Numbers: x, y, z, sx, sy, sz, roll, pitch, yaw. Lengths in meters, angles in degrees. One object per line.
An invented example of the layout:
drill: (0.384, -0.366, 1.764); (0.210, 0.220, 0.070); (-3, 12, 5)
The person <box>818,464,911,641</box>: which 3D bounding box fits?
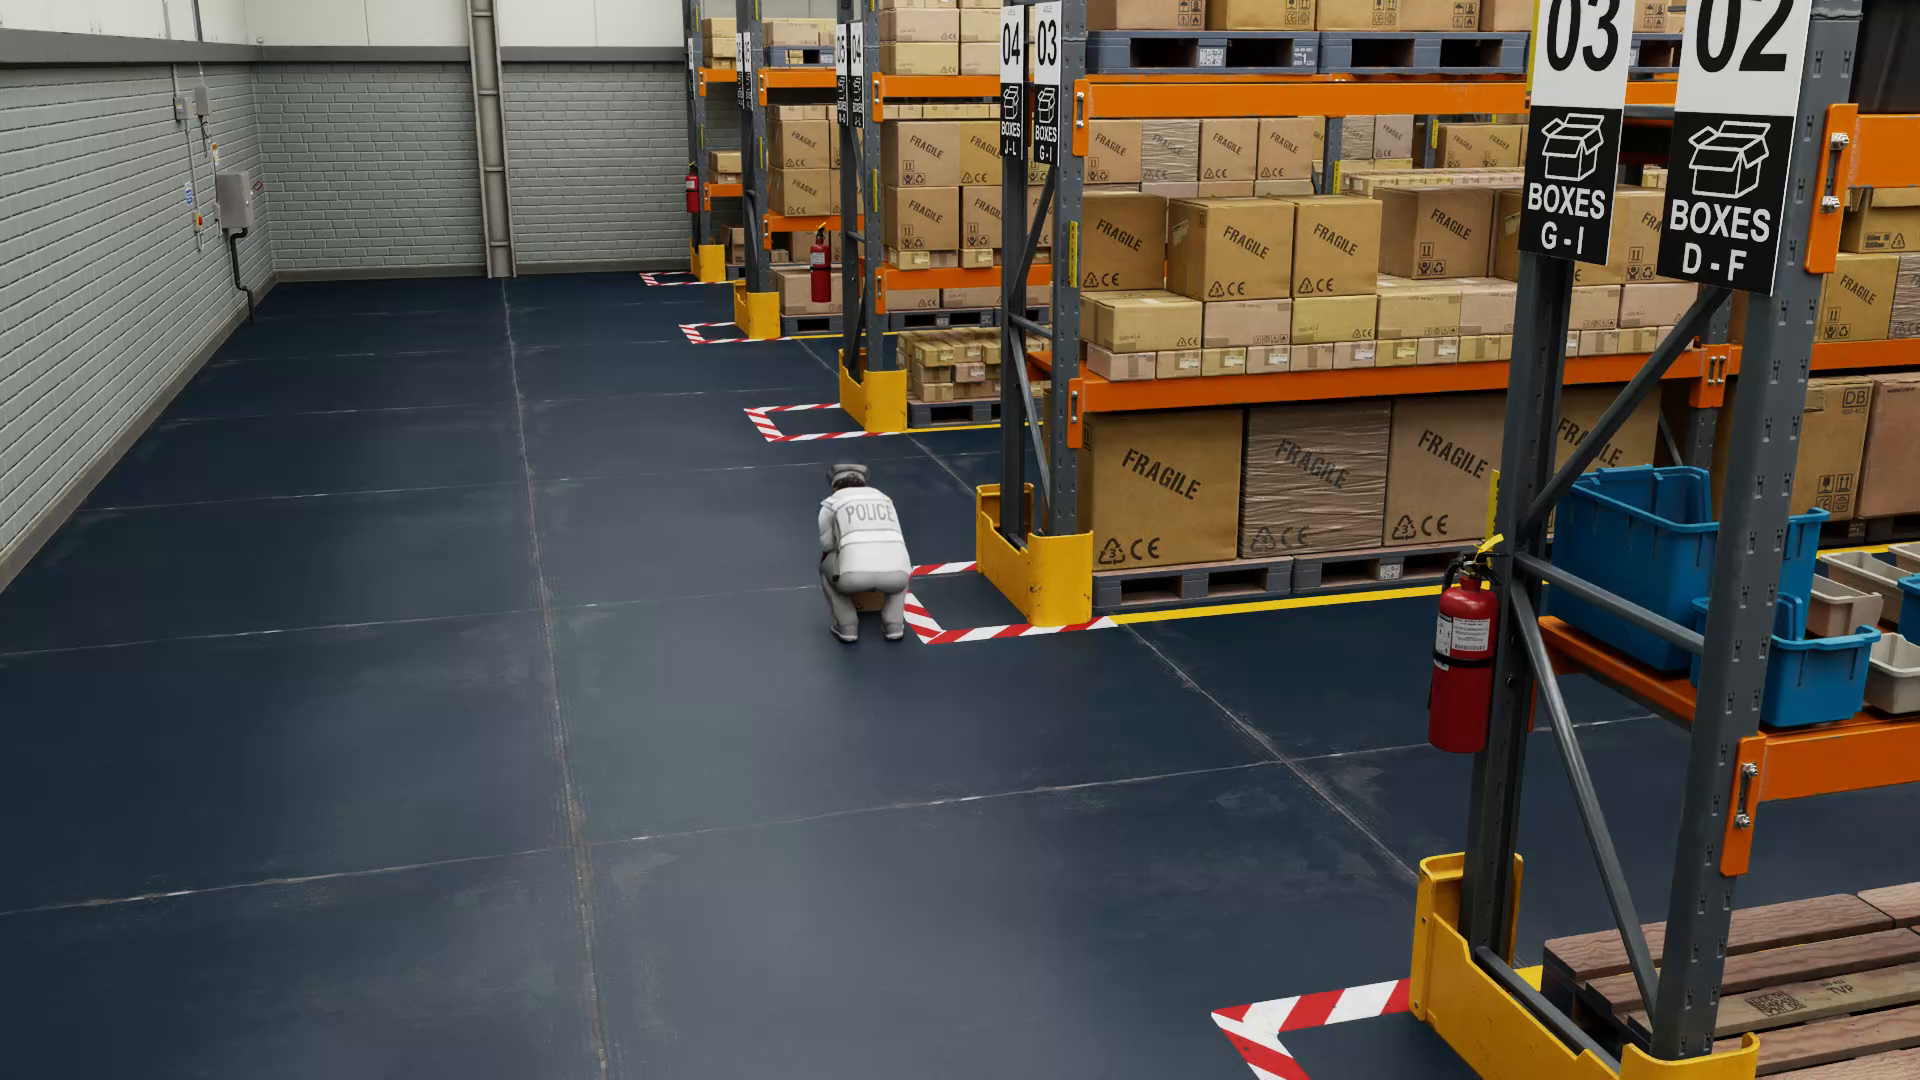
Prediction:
person: (-0.510, 0.063, 8.835); (0.480, 0.843, 0.870); (-2, 16, -8)
